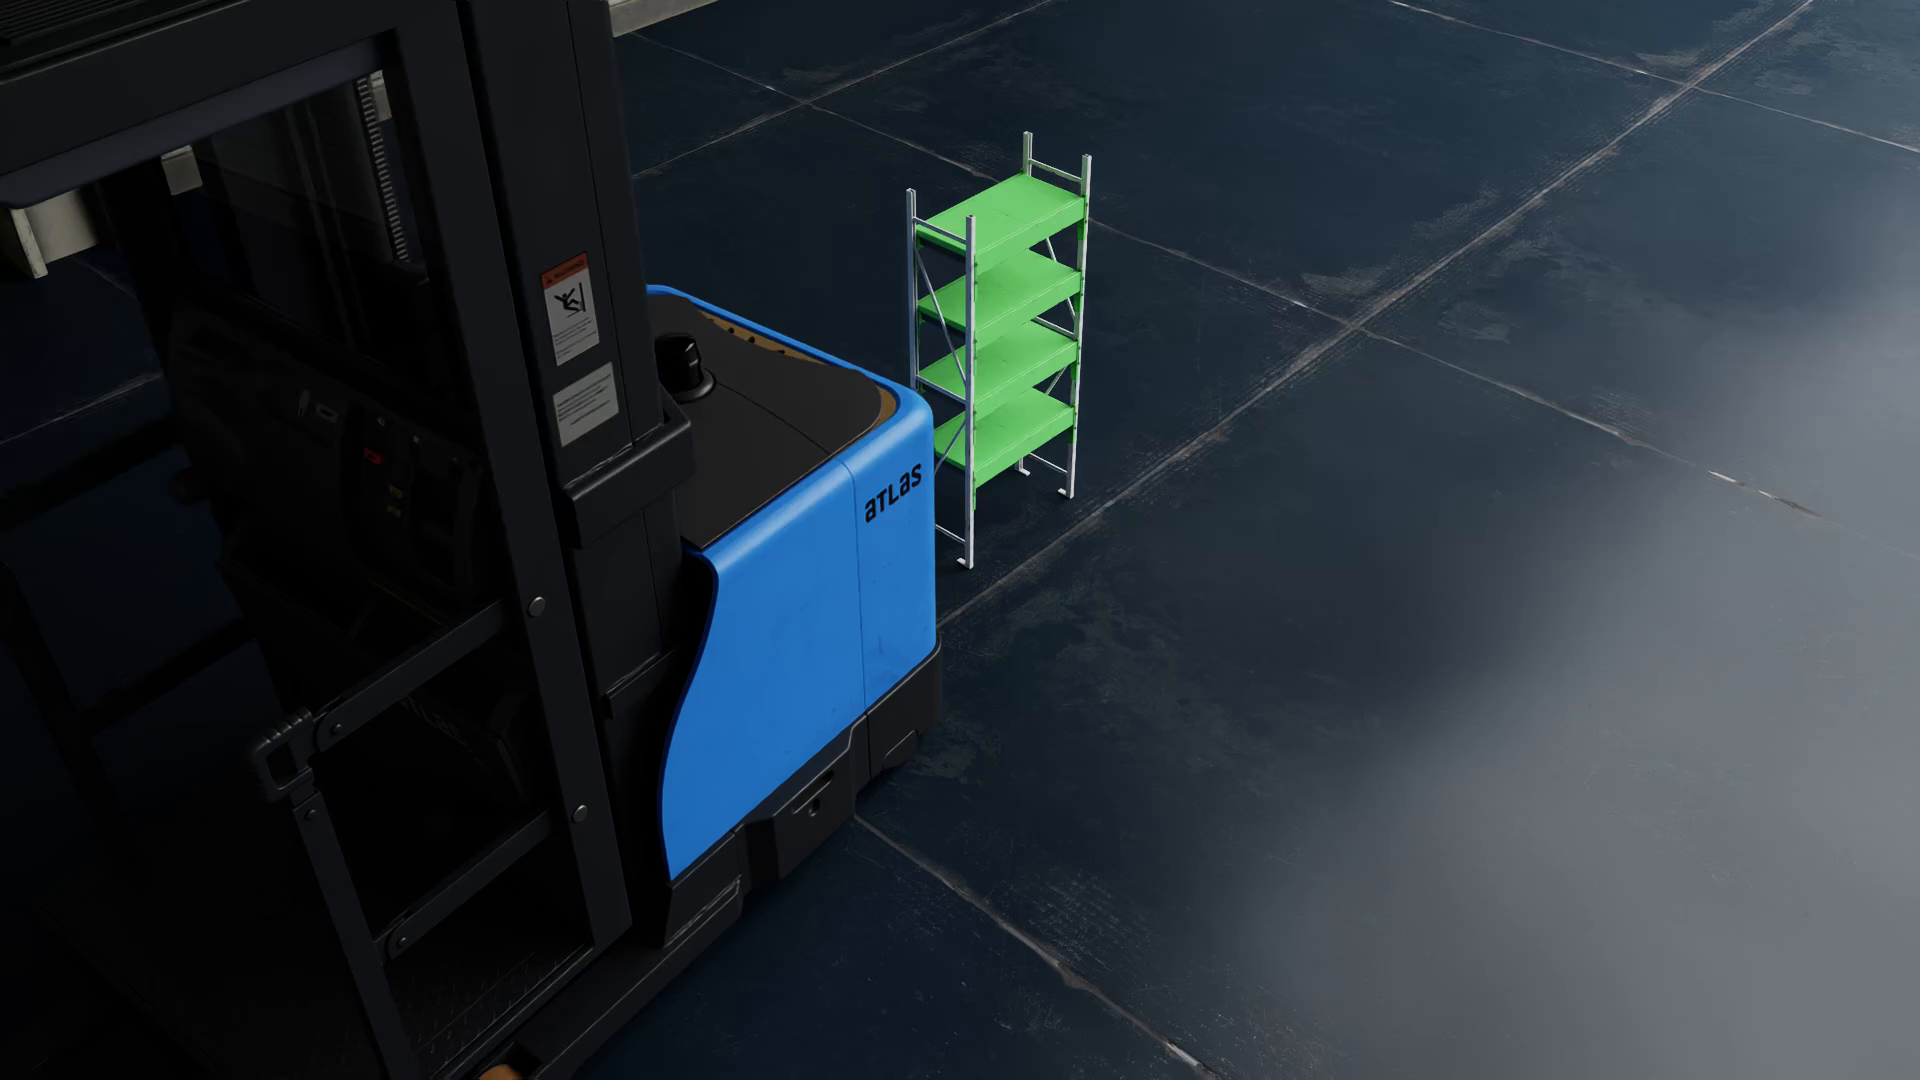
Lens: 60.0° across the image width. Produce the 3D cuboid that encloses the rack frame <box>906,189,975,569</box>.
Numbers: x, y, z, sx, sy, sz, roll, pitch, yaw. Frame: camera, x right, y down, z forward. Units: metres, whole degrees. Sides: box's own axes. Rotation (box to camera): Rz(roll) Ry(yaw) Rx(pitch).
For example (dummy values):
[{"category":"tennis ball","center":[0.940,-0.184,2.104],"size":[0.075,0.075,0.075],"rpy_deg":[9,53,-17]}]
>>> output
[{"category":"rack frame","center":[-0.053,-0.434,4.831],"size":[0.240,1.200,0.015],"rpy_deg":[30,47,32]}]

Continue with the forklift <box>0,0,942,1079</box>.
[{"category":"forklift","center":[-1.338,-0.095,3.015],"size":[1.130,2.935,3.031],"rpy_deg":[25,45,28]}]

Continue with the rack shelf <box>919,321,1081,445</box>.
[{"category":"rack shelf","center":[0.112,-0.496,5.012],"size":[0.258,0.148,0.480],"rpy_deg":[30,47,32]}]

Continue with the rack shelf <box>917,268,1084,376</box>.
[{"category":"rack shelf","center":[0.112,-0.684,4.863],"size":[0.258,0.148,0.480],"rpy_deg":[30,47,32]}]

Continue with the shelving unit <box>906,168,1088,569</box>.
[{"category":"shelving unit","center":[0.108,-0.543,4.969],"size":[0.258,1.200,0.492],"rpy_deg":[30,47,32]}]

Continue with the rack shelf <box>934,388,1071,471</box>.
[{"category":"rack shelf","center":[0.112,-0.350,5.128],"size":[0.221,0.021,0.457],"rpy_deg":[30,47,32]}]

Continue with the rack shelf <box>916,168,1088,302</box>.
[{"category":"rack shelf","center":[0.112,-0.871,4.713],"size":[0.258,0.148,0.480],"rpy_deg":[30,47,32]}]
